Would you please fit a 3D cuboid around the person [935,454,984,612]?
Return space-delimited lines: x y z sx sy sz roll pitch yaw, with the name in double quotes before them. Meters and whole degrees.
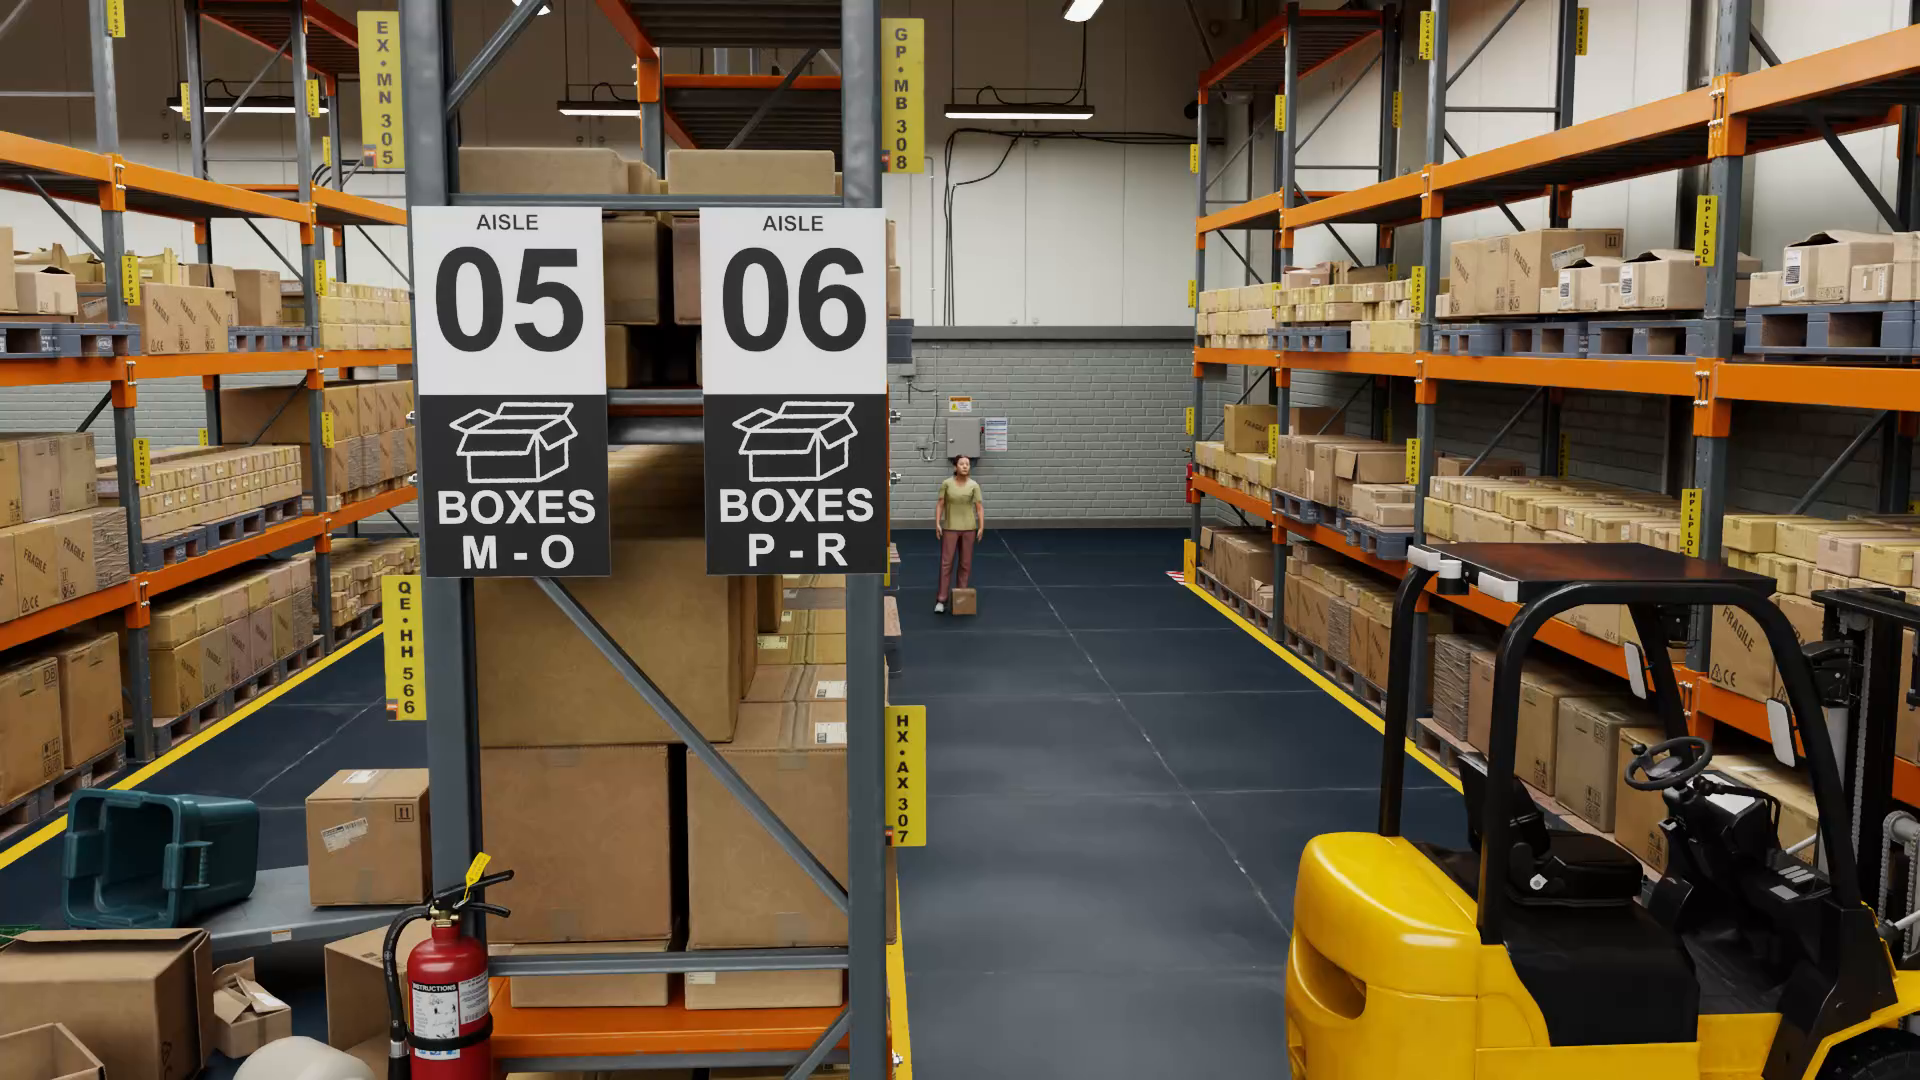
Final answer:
"person" -0.008 -0.083 17.868 0.552 1.674 0.549 0 7 -4
